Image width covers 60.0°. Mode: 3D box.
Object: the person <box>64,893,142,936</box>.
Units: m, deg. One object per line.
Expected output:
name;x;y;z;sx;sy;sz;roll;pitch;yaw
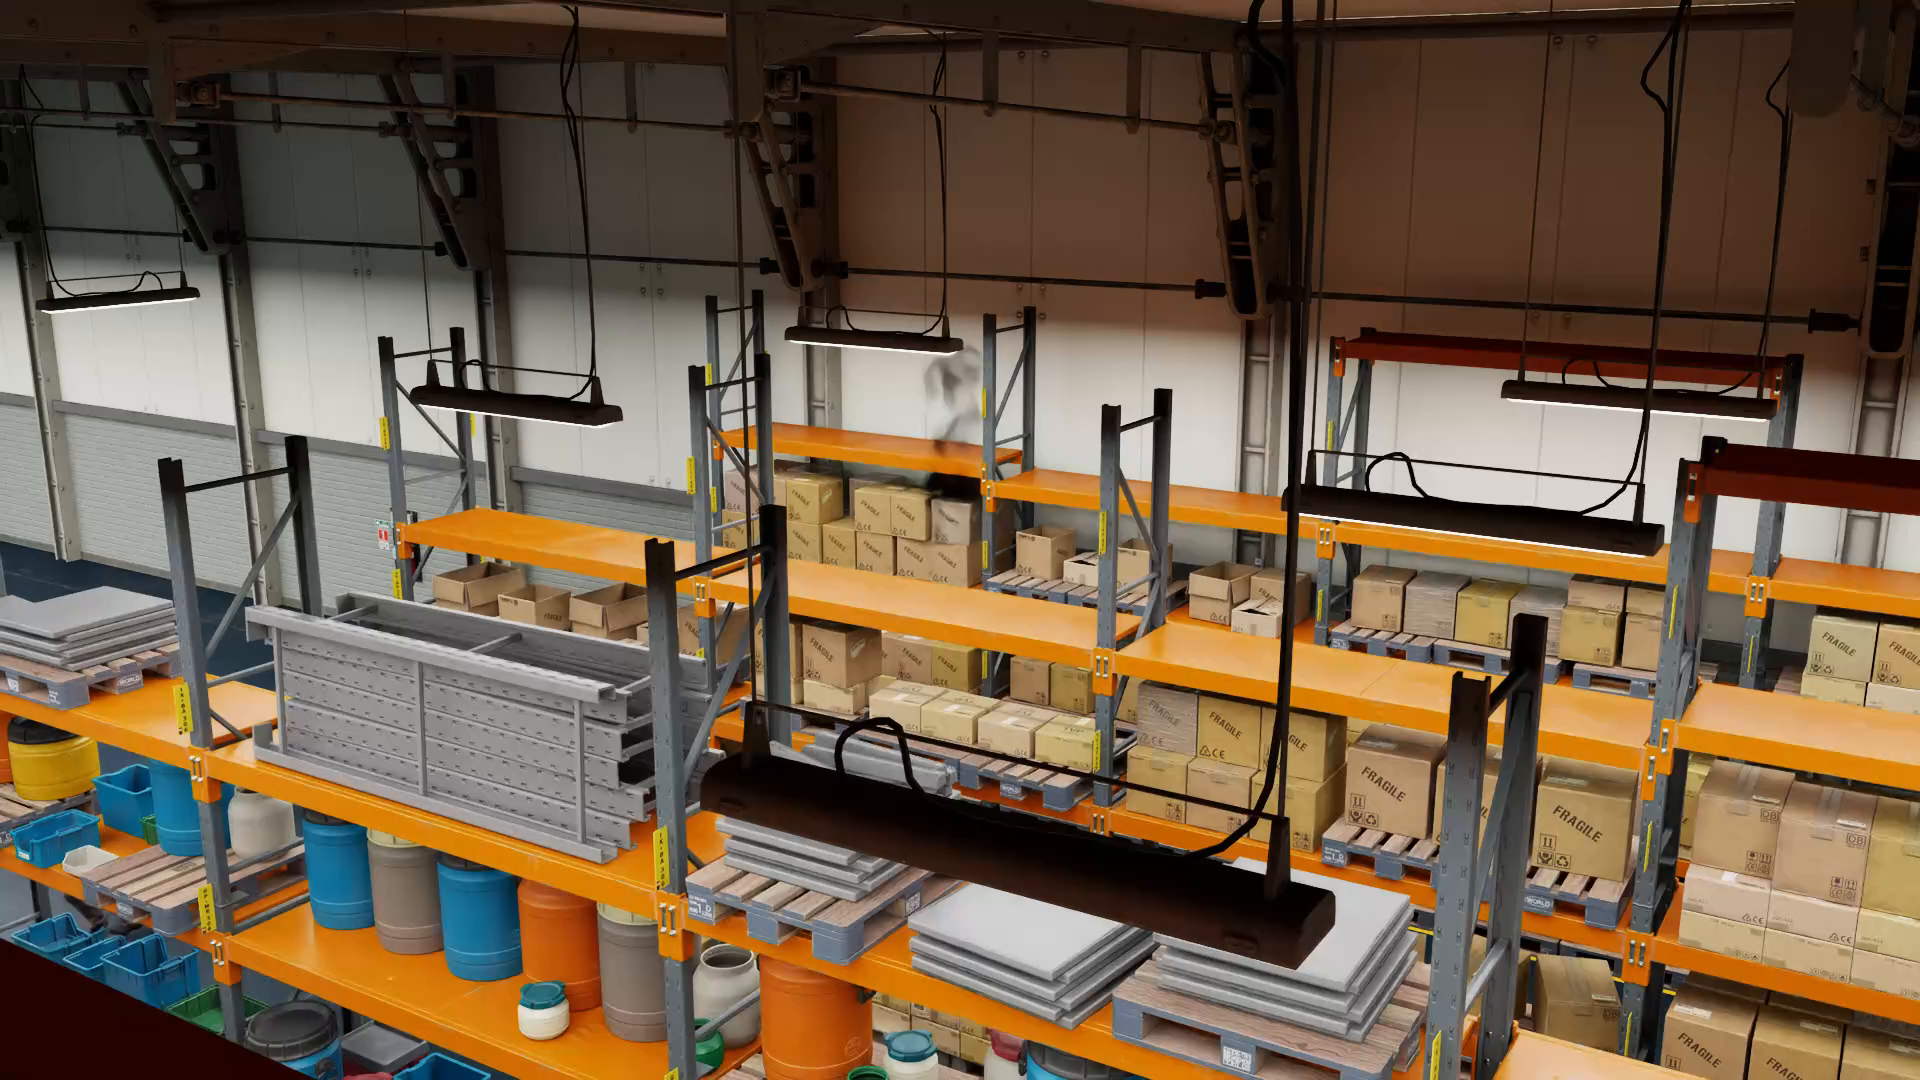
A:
person;-8.700;3.245;16.635;0.801;1.758;0.659;-10;17;-34
